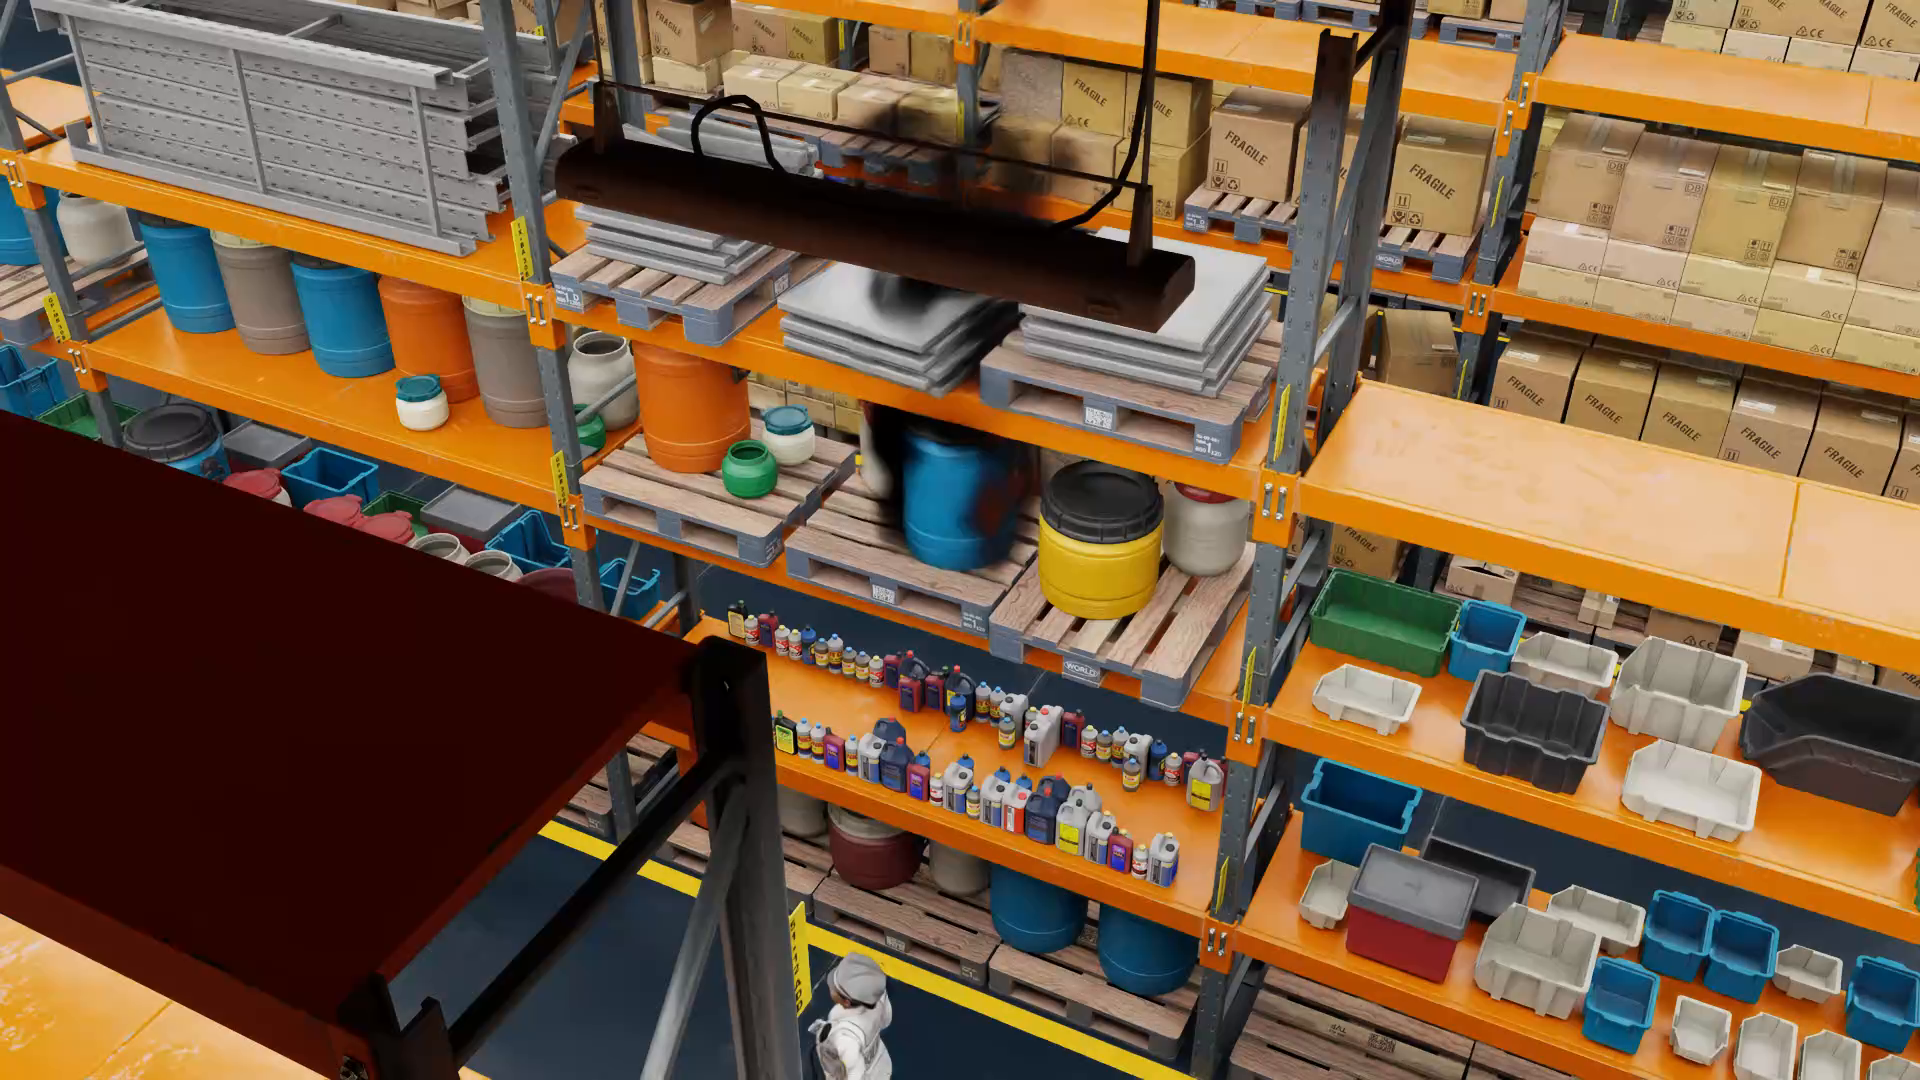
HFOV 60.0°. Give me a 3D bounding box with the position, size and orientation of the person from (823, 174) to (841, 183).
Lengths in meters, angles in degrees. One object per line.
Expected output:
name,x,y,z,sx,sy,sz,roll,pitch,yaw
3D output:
person,-1.518,-3.206,17.017,0.764,1.702,0.549,11,37,16

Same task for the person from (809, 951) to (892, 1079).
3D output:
person,-0.565,2.647,8.147,0.528,1.680,0.589,14,37,19
